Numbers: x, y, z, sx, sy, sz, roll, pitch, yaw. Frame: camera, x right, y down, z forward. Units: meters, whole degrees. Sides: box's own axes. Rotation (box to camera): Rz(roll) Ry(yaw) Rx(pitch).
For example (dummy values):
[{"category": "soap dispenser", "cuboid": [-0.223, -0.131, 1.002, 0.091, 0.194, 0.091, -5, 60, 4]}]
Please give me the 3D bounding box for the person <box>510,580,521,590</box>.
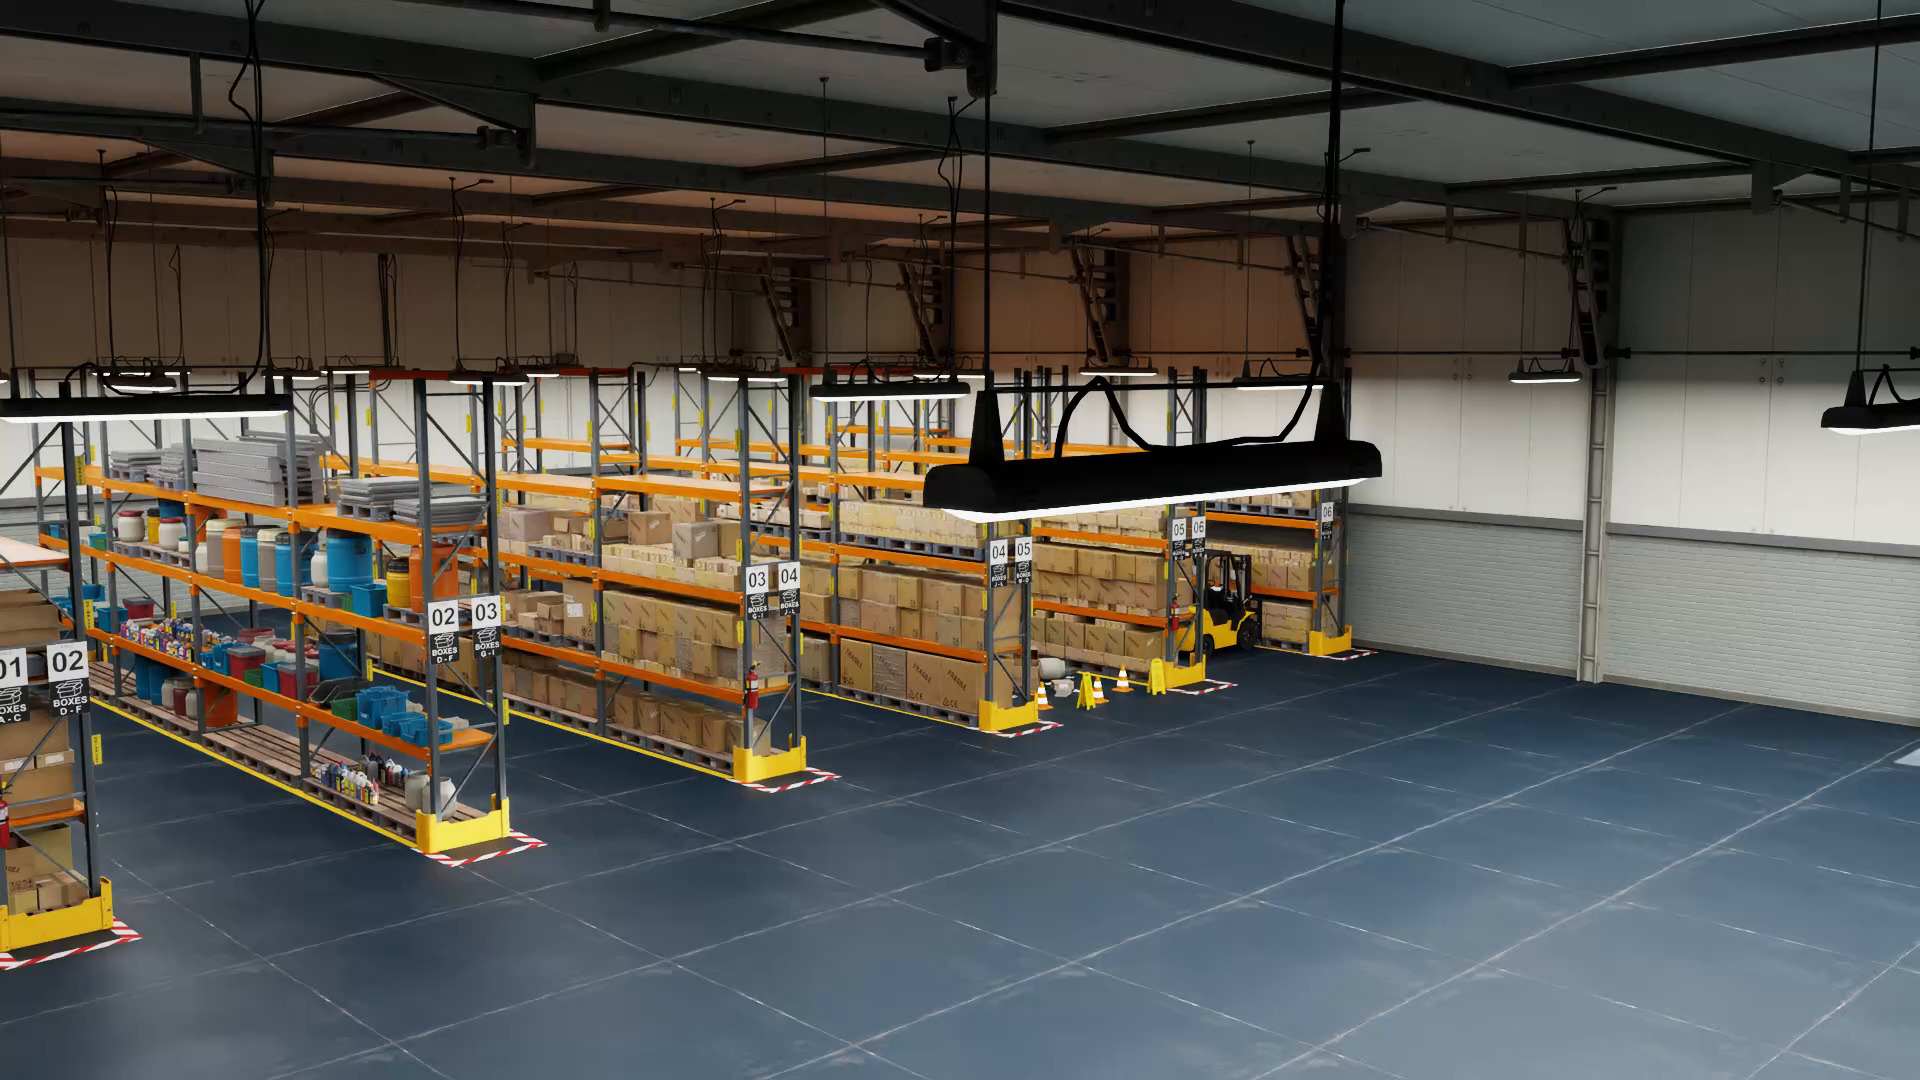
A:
[{"category": "person", "cuboid": [-9.149, 1.654, 34.463, 0.400, 1.594, 0.609, -1, 7, -10]}]
